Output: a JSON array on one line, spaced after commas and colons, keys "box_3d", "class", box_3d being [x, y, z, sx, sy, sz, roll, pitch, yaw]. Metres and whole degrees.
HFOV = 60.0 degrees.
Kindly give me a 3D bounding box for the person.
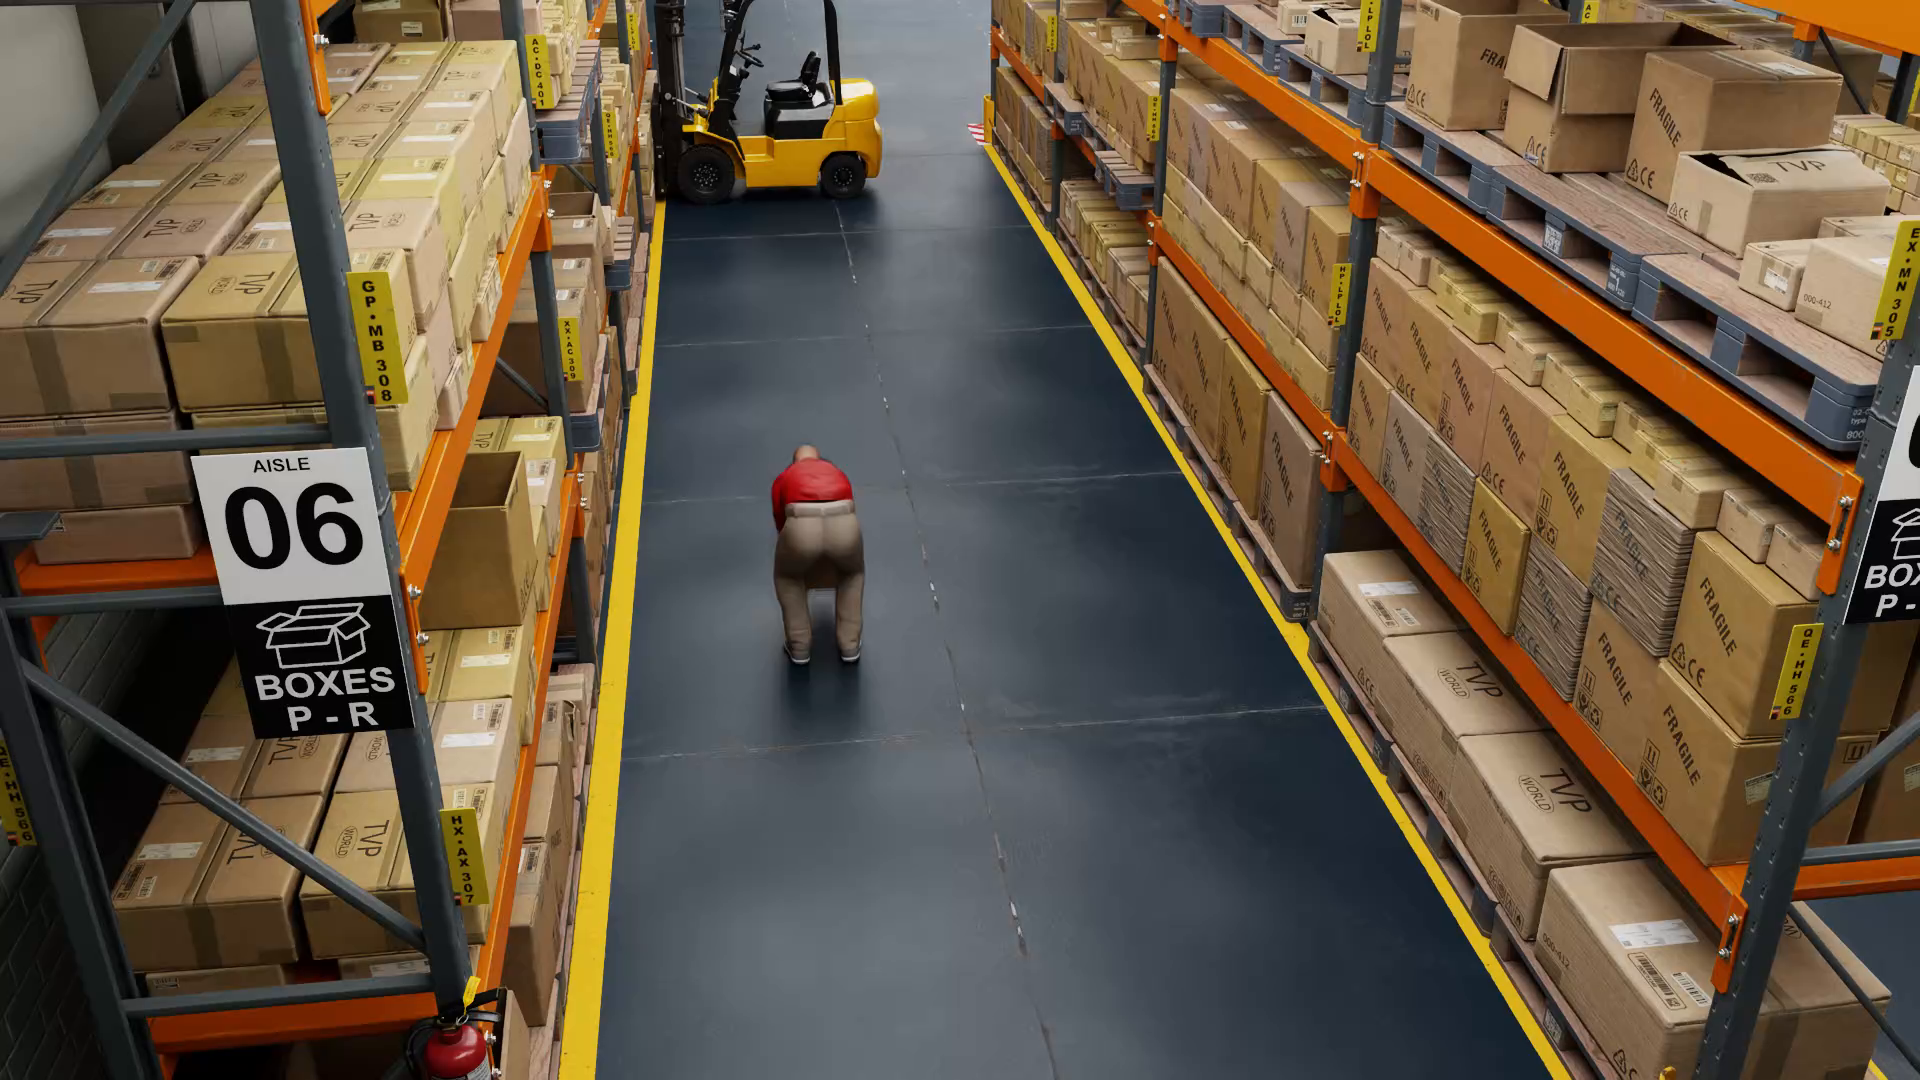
[{"box_3d": [-0.797, 0.064, 9.260, 0.509, 1.047, 0.963, -5, 27, -9], "class": "person"}]
